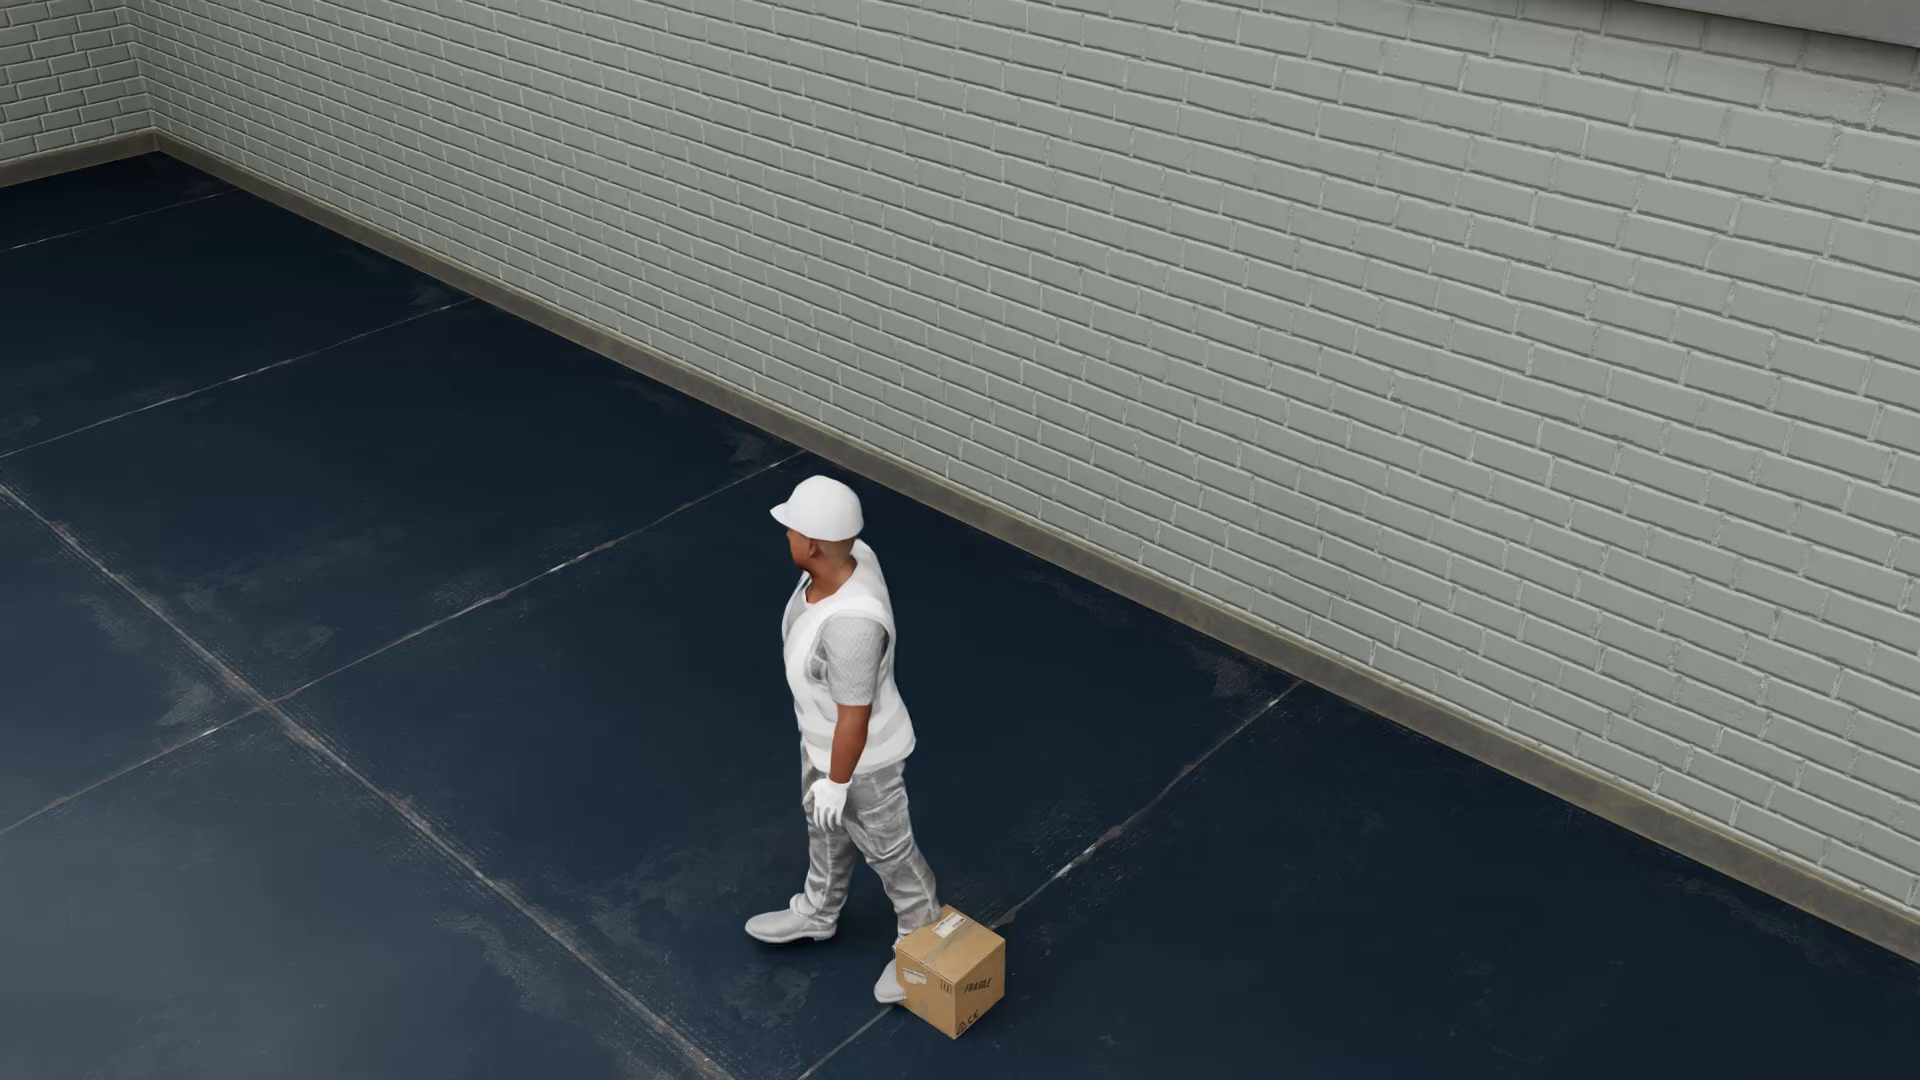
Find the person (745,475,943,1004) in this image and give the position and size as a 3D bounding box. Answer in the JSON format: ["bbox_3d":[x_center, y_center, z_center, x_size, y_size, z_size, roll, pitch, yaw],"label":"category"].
[{"bbox_3d":[-0.388,0.599,5.081,0.611,1.784,0.634,-8,32,-13],"label":"person"}]
